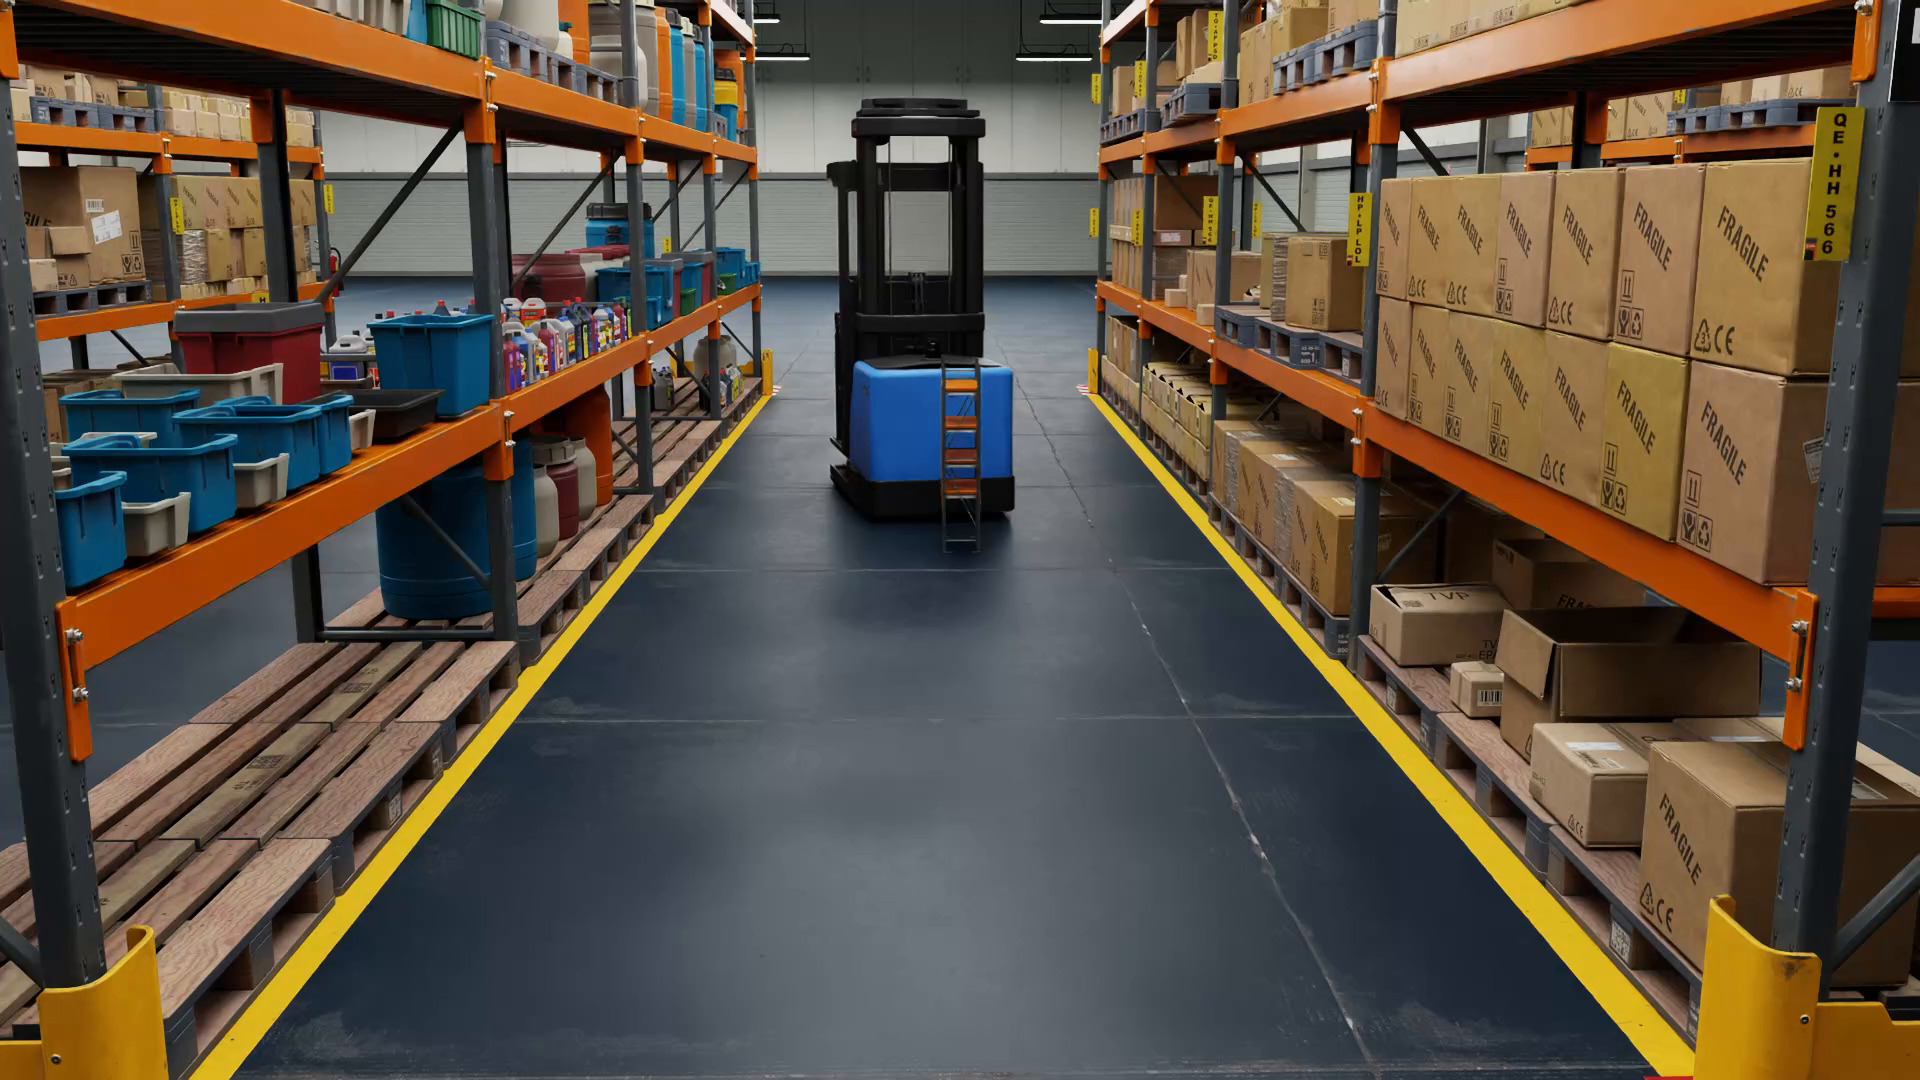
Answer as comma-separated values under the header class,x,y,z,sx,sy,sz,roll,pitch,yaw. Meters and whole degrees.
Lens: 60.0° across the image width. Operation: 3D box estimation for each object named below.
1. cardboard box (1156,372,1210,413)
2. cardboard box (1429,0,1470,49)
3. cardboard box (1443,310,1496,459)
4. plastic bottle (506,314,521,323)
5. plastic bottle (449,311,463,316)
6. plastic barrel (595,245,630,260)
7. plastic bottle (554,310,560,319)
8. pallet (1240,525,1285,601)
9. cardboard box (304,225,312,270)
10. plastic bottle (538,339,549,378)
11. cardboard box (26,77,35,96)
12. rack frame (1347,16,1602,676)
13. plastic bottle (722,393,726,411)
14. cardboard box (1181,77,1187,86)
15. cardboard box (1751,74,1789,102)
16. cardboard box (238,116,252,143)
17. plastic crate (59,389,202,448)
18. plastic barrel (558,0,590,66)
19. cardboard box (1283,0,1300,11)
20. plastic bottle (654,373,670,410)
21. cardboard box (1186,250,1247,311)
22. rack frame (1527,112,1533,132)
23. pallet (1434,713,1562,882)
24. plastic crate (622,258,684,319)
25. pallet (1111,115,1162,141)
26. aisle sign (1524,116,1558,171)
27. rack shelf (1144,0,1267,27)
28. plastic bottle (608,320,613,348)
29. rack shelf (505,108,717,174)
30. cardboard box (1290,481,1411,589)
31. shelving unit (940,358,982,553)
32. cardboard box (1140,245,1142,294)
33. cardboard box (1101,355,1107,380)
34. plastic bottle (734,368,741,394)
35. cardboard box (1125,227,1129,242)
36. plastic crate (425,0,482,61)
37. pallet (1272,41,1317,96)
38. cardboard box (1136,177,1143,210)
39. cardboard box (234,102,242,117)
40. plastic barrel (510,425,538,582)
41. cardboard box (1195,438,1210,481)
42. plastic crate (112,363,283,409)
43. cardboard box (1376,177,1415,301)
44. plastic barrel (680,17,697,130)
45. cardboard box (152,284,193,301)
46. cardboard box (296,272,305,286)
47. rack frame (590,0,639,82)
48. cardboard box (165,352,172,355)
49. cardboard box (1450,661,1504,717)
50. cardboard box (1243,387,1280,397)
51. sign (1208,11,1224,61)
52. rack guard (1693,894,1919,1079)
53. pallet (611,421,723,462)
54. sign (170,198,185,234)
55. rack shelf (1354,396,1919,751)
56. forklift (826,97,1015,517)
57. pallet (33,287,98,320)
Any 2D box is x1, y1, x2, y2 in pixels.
class,x,y,z,sx,sy,sz,roll,pitch,yaw
cardboard box,1.973,-1.278,14.261,0.500,0.311,0.500,-1,11,-3
cardboard box,2.131,-2.039,6.399,0.500,0.250,0.500,0,11,-1
cardboard box,2.122,-0.585,6.147,0.500,0.500,0.500,0,11,-1
plastic bottle,-2.853,-1.343,10.633,0.097,0.201,0.097,0,11,0
plastic bottle,-2.959,-1.191,9.700,0.152,0.276,0.135,0,11,-1
plastic barrel,-2.955,-2.286,14.441,0.433,0.535,0.433,0,11,0
plastic bottle,-2.355,-1.215,9.797,0.061,0.283,0.133,0,11,-1
pallet,2.279,0.122,9.926,1.003,0.211,1.213,0,11,-1
cardboard box,-7.806,-3.271,18.636,0.875,0.500,0.500,0,11,-1
plastic bottle,-2.206,-0.951,8.702,0.097,0.201,0.097,0,11,0
cardboard box,-7.569,-3.579,13.144,0.380,0.166,0.250,-1,11,-3
rack frame,2.362,-0.840,7.654,1.000,3.000,0.127,0,11,-1
plastic bottle,-2.328,-1.360,16.151,0.097,0.201,0.097,0,11,0
cardboard box,2.200,-3.910,14.564,0.500,0.250,0.500,1,12,5
cardboard box,7.093,-3.852,14.125,0.500,0.311,0.500,0,11,1
cardboard box,-7.495,-4.186,16.980,0.500,0.250,0.500,0,11,-2
plastic crate,-2.807,-0.380,5.656,0.416,0.233,0.300,0,11,-1
plastic barrel,-2.664,-3.389,10.538,0.600,0.830,0.708,0,11,-1
cardboard box,2.292,-3.456,10.239,0.500,0.500,0.500,0,11,-1
plastic bottle,-2.913,-1.455,16.244,0.144,0.351,0.185,0,11,-1
cardboard box,2.207,-2.222,14.214,0.500,0.500,0.500,1,11,3
rack frame,7.066,-6.186,18.920,1.000,3.000,0.127,0,11,-1
pallet,2.403,0.907,6.060,1.003,0.211,1.213,0,11,-1
plastic crate,-2.401,-1.969,13.060,0.402,0.464,0.583,0,11,-1
pallet,2.131,-4.268,17.231,1.003,0.211,1.213,0,11,-1
aisle sign,6.765,-4.533,19.322,0.394,0.787,0.004,0,11,-1
rack shelf,2.238,-4.424,13.048,1.077,0.370,4.000,0,11,-1
plastic bottle,-2.243,-1.312,10.483,0.097,0.201,0.097,0,11,0
rack shelf,-2.714,-3.130,13.210,1.077,0.370,4.000,0,11,-1
cardboard box,2.063,-0.026,8.821,0.500,0.500,0.500,0,11,-1
shelving unit,0.003,-0.555,10.778,0.258,1.200,0.503,0,11,-1
cardboard box,2.164,-2.672,16.434,0.700,0.500,0.500,0,11,-2
cardboard box,1.903,-1.976,19.114,0.500,0.250,0.500,0,11,-1
plastic bottle,-2.384,-1.673,17.504,0.152,0.276,0.135,0,11,-1
cardboard box,1.938,-3.208,17.443,0.380,0.149,0.250,0,11,-1
plastic crate,-2.280,-2.103,6.871,0.450,0.188,0.662,0,11,-1
pallet,2.394,-2.554,9.031,1.213,0.211,1.003,0,11,-1
cardboard box,2.160,-3.403,16.774,0.700,0.500,0.500,0,11,-1
cardboard box,-7.510,-4.358,16.826,0.380,0.149,0.250,0,11,0
plastic barrel,-2.599,-0.247,8.952,0.600,0.901,0.708,0,11,-1
cardboard box,2.025,-0.597,12.316,0.500,0.250,0.500,0,11,0
plastic crate,-2.743,-0.487,6.063,0.437,0.282,0.530,0,11,-1
cardboard box,2.090,-1.284,7.077,0.500,0.500,0.500,0,11,0
plastic barrel,-2.515,-3.896,13.913,0.600,0.901,0.600,0,11,0
cardboard box,-7.411,-2.311,15.537,0.380,0.149,0.250,0,11,-1
cardboard box,-7.517,-2.907,18.476,0.380,0.149,0.250,0,11,-1
rack frame,-2.673,-4.555,10.880,1.000,3.000,0.127,0,11,-1
cardboard box,-7.787,-1.687,17.063,0.500,0.500,0.500,-1,12,-6
cardboard box,2.182,0.589,6.629,0.380,0.166,0.250,0,11,-1
cardboard box,2.535,-1.079,13.283,0.500,0.311,0.500,-1,11,-3
sign,1.724,-3.396,11.213,0.100,0.325,0.005,0,11,-1
rack guard,2.443,1.165,4.058,1.175,0.500,0.348,0,11,-1
pallet,-2.701,-0.888,14.905,1.003,0.211,1.213,0,11,-1
sign,-7.153,-2.961,15.195,0.100,0.325,0.005,0,11,-1
rack shelf,2.403,-0.090,5.766,1.077,0.370,4.000,0,11,-1
forklift,-0.417,-1.845,12.783,1.130,2.935,3.031,-2,12,-12
pallet,-7.707,-1.894,13.334,1.003,0.211,1.213,0,11,-1
